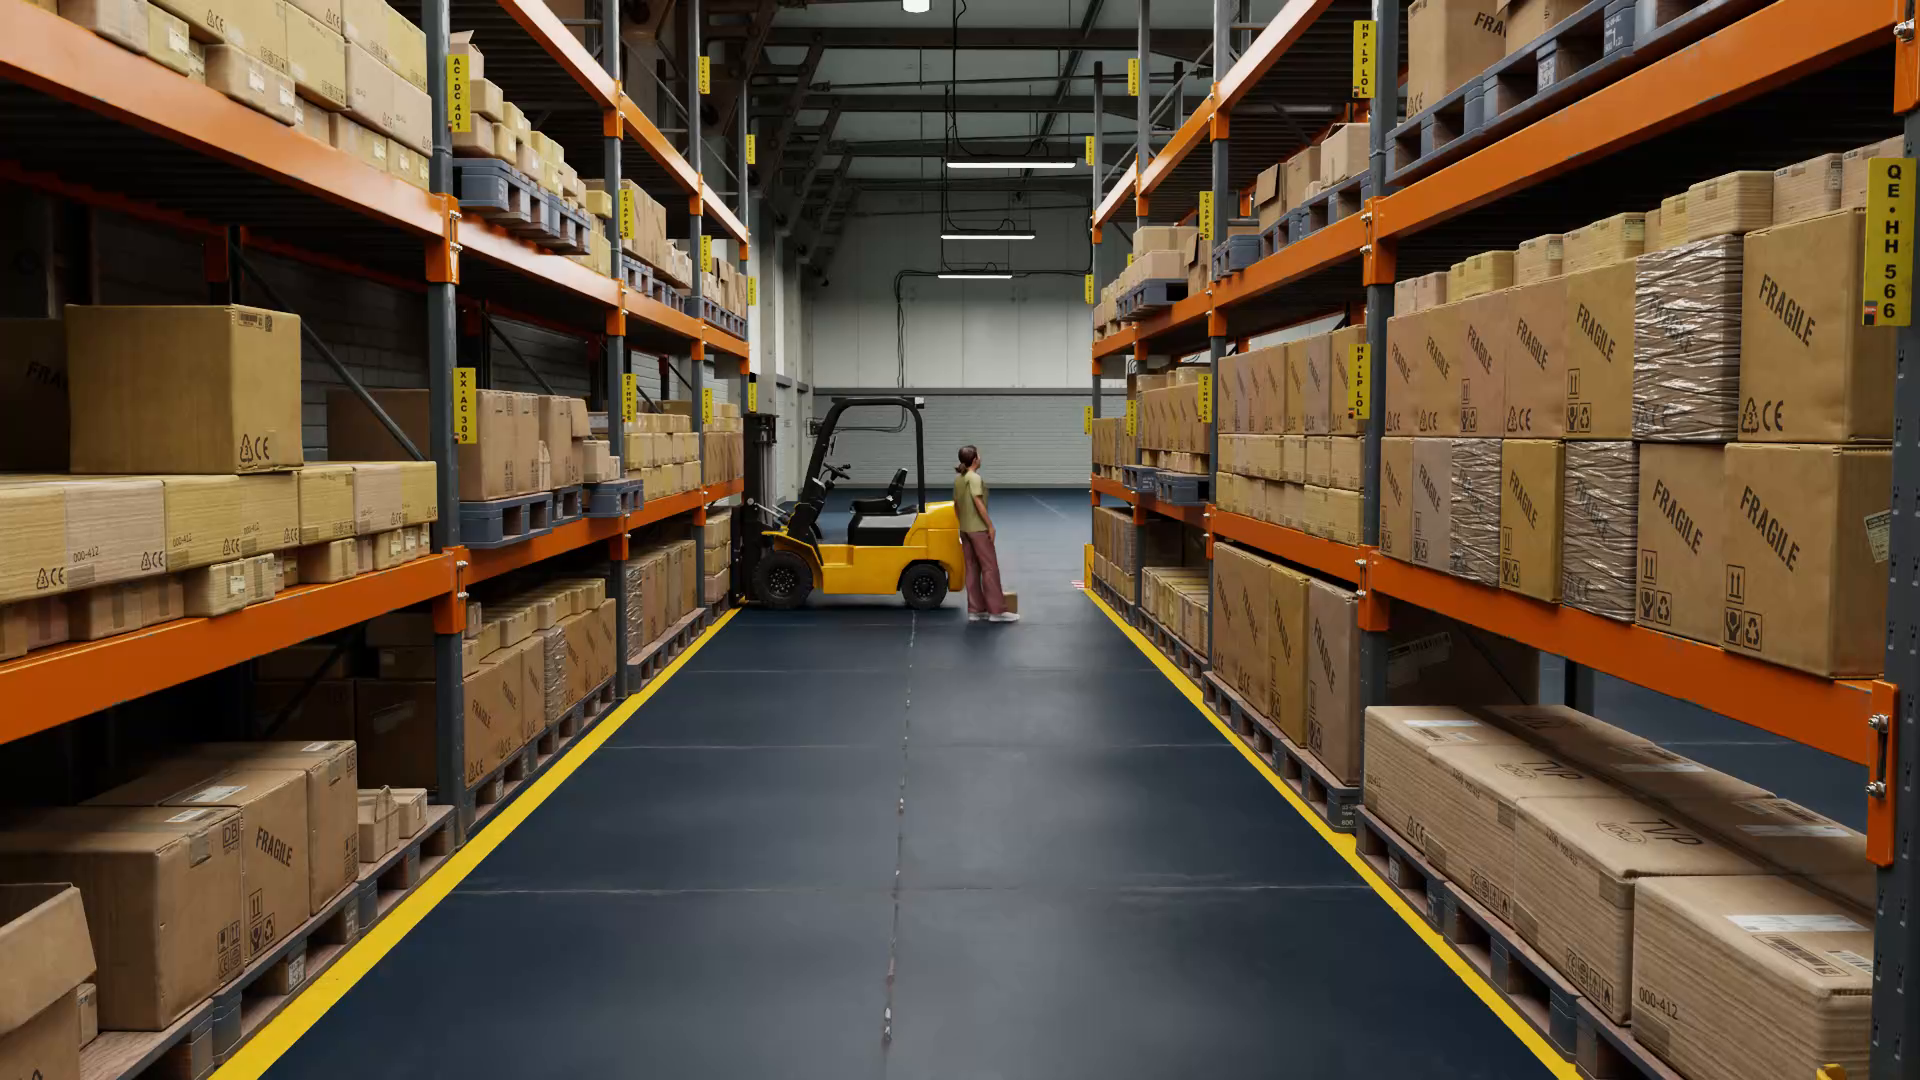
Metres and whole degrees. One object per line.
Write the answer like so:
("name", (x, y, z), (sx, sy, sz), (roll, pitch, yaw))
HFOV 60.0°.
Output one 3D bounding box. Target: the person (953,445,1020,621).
("person", (0.214, -0.065, 15.880), (0.548, 1.662, 0.553), (-2, 4, -30))
